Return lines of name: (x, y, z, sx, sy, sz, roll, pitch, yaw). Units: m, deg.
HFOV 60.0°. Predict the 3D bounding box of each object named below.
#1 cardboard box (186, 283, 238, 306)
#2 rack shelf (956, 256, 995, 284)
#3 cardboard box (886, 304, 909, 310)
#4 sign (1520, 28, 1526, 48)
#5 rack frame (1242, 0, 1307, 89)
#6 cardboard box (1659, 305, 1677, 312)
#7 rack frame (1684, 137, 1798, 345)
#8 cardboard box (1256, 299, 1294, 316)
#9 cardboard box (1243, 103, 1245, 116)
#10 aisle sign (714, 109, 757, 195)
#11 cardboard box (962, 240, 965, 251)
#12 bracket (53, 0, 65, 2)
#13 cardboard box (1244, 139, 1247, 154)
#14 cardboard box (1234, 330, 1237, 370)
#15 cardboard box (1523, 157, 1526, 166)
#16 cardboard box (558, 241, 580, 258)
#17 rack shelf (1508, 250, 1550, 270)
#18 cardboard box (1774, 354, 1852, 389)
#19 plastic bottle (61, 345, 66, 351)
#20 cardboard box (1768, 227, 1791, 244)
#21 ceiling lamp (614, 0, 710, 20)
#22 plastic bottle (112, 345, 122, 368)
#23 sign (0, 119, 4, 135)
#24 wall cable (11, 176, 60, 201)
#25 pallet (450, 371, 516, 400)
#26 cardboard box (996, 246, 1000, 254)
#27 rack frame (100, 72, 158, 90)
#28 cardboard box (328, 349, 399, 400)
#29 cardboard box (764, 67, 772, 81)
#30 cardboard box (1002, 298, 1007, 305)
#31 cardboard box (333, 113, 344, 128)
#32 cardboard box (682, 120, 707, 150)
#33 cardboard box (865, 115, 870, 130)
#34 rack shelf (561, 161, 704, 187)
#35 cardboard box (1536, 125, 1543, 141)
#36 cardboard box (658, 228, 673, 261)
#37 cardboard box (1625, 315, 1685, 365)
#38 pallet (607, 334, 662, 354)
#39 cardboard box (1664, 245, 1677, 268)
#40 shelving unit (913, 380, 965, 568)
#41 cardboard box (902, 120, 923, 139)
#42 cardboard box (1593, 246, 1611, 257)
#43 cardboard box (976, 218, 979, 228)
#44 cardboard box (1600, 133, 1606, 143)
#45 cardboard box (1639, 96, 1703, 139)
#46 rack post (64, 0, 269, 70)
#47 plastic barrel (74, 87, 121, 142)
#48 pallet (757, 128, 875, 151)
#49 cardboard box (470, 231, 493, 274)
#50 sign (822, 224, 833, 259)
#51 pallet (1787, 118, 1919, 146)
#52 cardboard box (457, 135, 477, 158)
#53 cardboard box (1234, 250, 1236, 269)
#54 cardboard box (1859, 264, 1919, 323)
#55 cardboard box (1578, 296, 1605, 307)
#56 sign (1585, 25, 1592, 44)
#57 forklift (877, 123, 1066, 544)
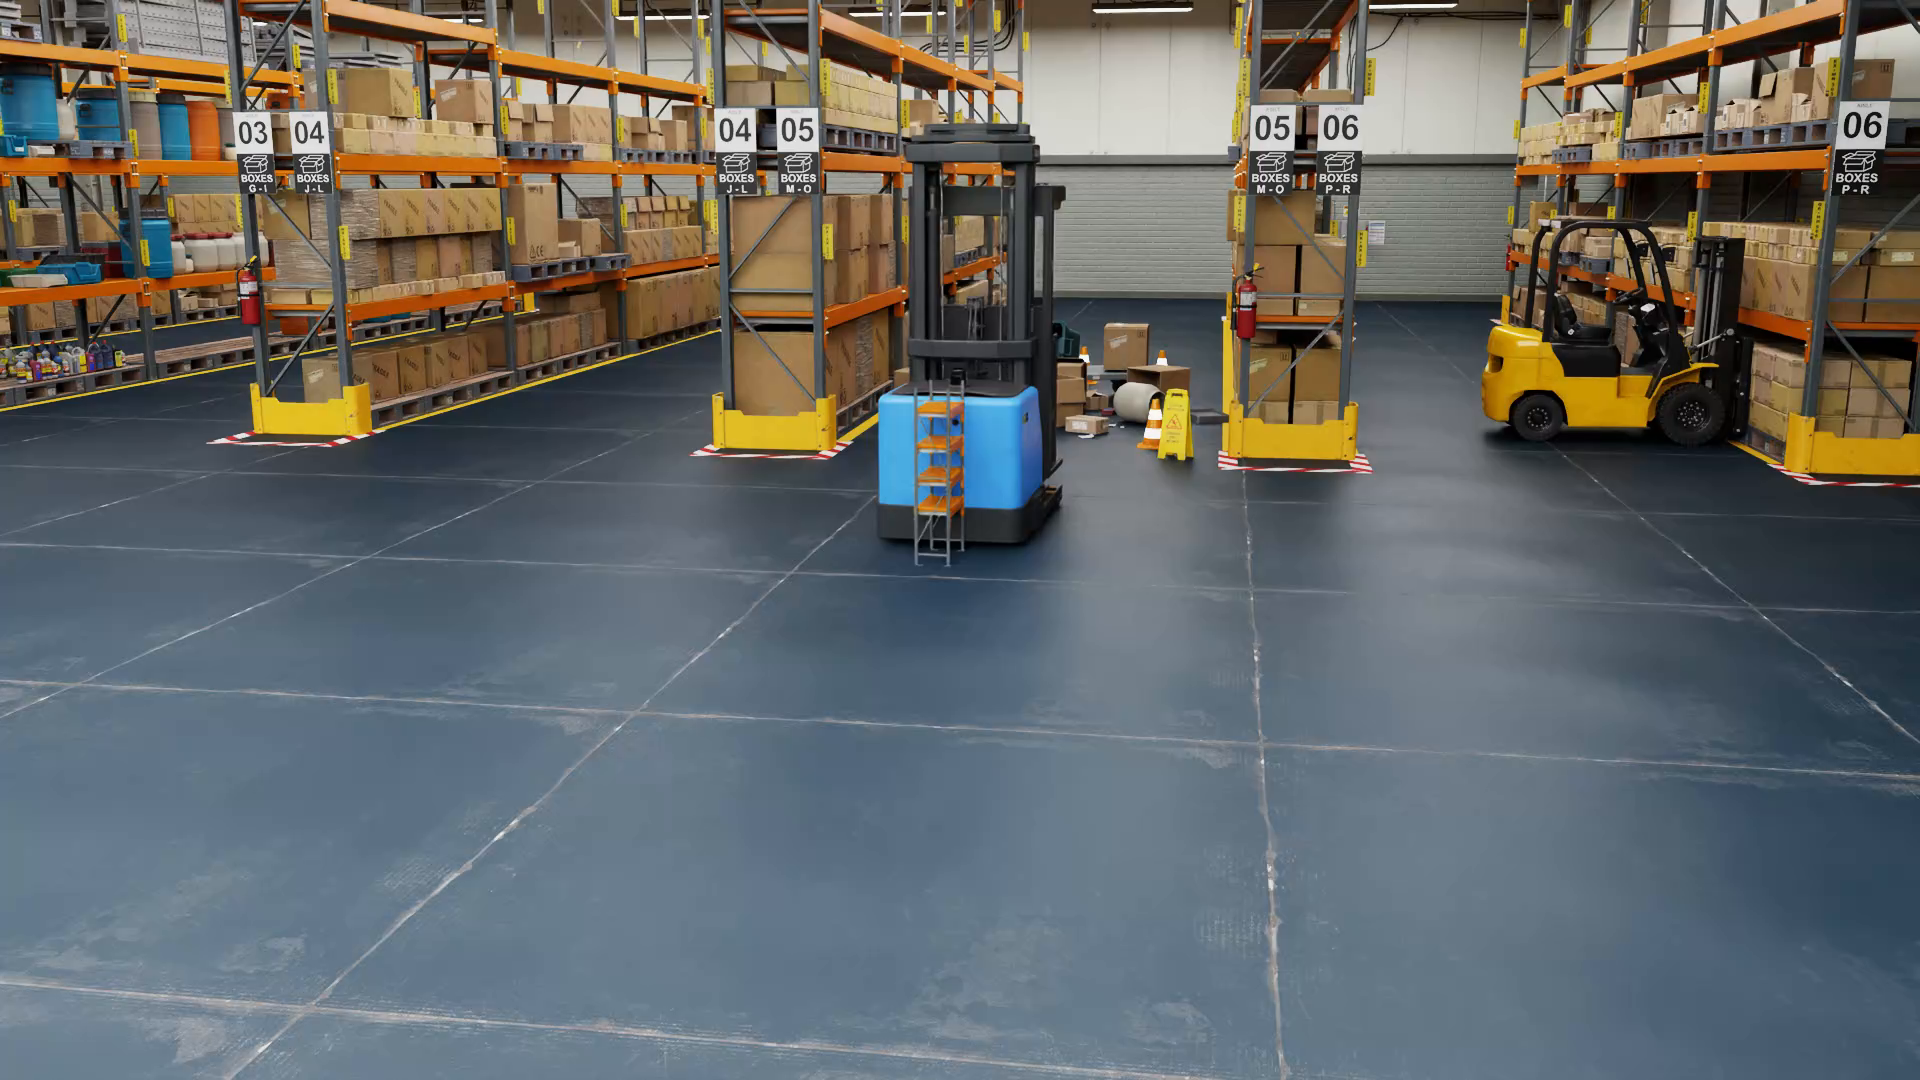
cardboard box: (-14.343, -4.771, 31.892, 0.797, 0.503, 0.637, 2, 12, 9)
rack shelf: (-0.261, -4.113, 25.667, 1.077, 0.370, 4.000, 2, 12, 9)
cardboard box: (-1.026, -2.654, 21.533, 1.050, 0.750, 0.750, 2, 12, 9)
sign: (9.937, -8.860, 29.340, 0.100, 0.325, 0.005, 2, 12, 9)
rack frame: (4.953, -7.675, 26.244, 1.000, 3.000, 0.127, 2, 12, 9)
cardboard box: (9.631, -3.148, 22.878, 0.380, 0.149, 0.250, 3, 12, 12)
rack frame: (8.628, -2.917, 18.406, 1.000, 3.000, 0.127, 2, 12, 9)
cardboard box: (2.953, -2.206, 15.705, 0.380, 0.149, 0.250, 2, 12, 11)
cardboard box: (3.224, -4.591, 17.761, 0.380, 0.149, 0.250, 2, 12, 8)
aisle sign: (-2.107, -3.649, 15.635, 0.394, 0.787, 0.004, 2, 12, 9)
cardboard box: (-0.140, -4.441, 25.082, 0.380, 0.149, 0.250, 2, 12, 11)
bracket: (-19.459, -11.022, 33.232, 0.076, 0.066, 4.783, 2, 12, 9)
cardboard box: (3.078, -3.992, 16.873, 0.380, 0.149, 0.250, 2, 12, 8)
cardboard box: (3.365, -2.190, 18.786, 0.500, 0.500, 0.500, 2, 12, 11)
cardboard box: (10.194, -6.699, 29.435, 0.380, 0.149, 0.250, 2, 12, 10)
cardboard box: (-5.444, -4.014, 22.821, 0.396, 0.266, 0.258, 2, 12, 7)
rack shelf: (10.166, -4.646, 28.141, 1.077, 0.370, 4.000, 2, 12, 9)
cardboard box: (7.775, -1.540, 15.174, 0.500, 0.250, 0.500, 2, 12, 11)
plastic bottle: (-11.363, -2.322, 21.050, 0.061, 0.283, 0.133, 2, 12, 9)
cardboard box: (7.922, -2.892, 15.807, 0.380, 0.149, 0.250, 2, 12, 10)
ceiling lamp: (-6.217, -12.319, 33.942, 2.000, 3.185, 0.800, 2, 12, 9)
plastic bottle: (-10.712, -2.334, 21.109, 0.061, 0.283, 0.133, 3, 12, 11)
sign: (-14.695, -6.290, 25.526, 0.100, 0.325, 0.005, 2, 12, 9)
wall cable: (-19.645, -7.171, 35.736, 0.084, 1.984, 1.851, 2, 12, 9)
pallet: (-6.138, -1.894, 20.279, 1.003, 0.211, 1.213, 2, 12, 9)
cardboard box: (0.520, -5.027, 28.796, 0.380, 0.149, 0.250, 2, 12, 10)
rack frame: (-14.627, -8.317, 29.227, 1.000, 3.000, 0.127, 2, 12, 9)
cardboard box: (-6.514, -1.803, 18.178, 0.500, 0.500, 0.500, 5, 13, 23)
cardboard box: (-2.043, -4.504, 16.121, 0.380, 0.149, 0.250, 2, 12, 9)
cardboard box: (0.644, -4.224, 29.539, 0.380, 0.149, 0.250, 2, 12, 9)
cardboard box: (-6.414, -4.203, 16.664, 0.380, 0.149, 0.250, 2, 12, 8)
cardboard box: (-4.778, -6.997, 28.750, 0.700, 0.500, 0.500, 1, 12, 5)
cardboard box: (-1.158, -4.410, 17.577, 0.380, 0.149, 0.250, 2, 12, 8)
rack shelf: (-5.147, -5.761, 26.194, 1.077, 0.370, 4.000, 2, 12, 9)
cardboard box: (9.928, -6.796, 27.753, 0.500, 0.250, 0.500, 2, 12, 10)
cardboard box: (-4.880, -4.690, 26.397, 0.500, 0.500, 0.500, 2, 12, 9)
cardboard box: (9.041, -2.528, 21.243, 0.875, 0.625, 0.625, 2, 12, 11)
pallet: (-5.259, -3.029, 25.547, 1.003, 0.211, 1.213, 2, 12, 9)
cardboard box: (8.523, -3.305, 19.380, 0.500, 0.250, 0.500, 2, 12, 7)
shelving unit: (-0.138, -0.456, 11.263, 0.258, 1.200, 0.503, 2, 12, 11)
cardboard box: (-0.687, -5.253, 21.215, 0.396, 0.266, 0.258, 2, 12, 9)
cardboard box: (8.965, -3.981, 22.945, 0.380, 0.149, 0.250, 2, 12, 10)
cardboard box: (0.095, -5.055, 26.517, 0.380, 0.149, 0.250, 1, 12, 7)
cardboard box: (9.283, -5.686, 23.546, 0.380, 0.149, 0.250, 2, 12, 10)
cardboard box: (8.912, -5.267, 20.723, 0.700, 0.500, 0.500, 2, 12, 8)
rack post: (-10.746, -7.001, 22.646, 1.013, 1.000, 3.121, 2, 12, 9)
plastic barrel: (-11.100, -5.382, 21.539, 0.600, 0.901, 0.708, 2, 12, 9)
pallet: (-1.510, -4.216, 17.525, 1.003, 0.211, 1.213, 2, 12, 9)
cardboard box: (-6.200, -3.500, 20.172, 0.875, 0.500, 0.500, 2, 12, 9)
sign: (-1.252, -2.826, 15.743, 0.100, 0.325, 0.005, 2, 12, 9)
pallet: (8.147, -3.653, 14.915, 1.003, 0.211, 1.213, 2, 12, 9)
cardboard box: (-5.972, -4.579, 19.356, 0.500, 0.250, 0.500, 2, 12, 10)
cardboard box: (4.222, -4.056, 24.052, 0.500, 0.250, 0.500, 2, 12, 10)
cardboard box: (8.363, -2.227, 14.969, 0.500, 0.500, 0.500, 2, 12, 10)
cardboard box: (9.401, -3.542, 24.707, 0.380, 0.149, 0.250, 2, 12, 11)
sign: (11.018, -8.859, 29.147, 0.100, 0.325, 0.005, 2, 12, 9)
forklift: (0.204, -1.671, 12.788, 1.130, 2.935, 3.031, 2, 12, 11)
